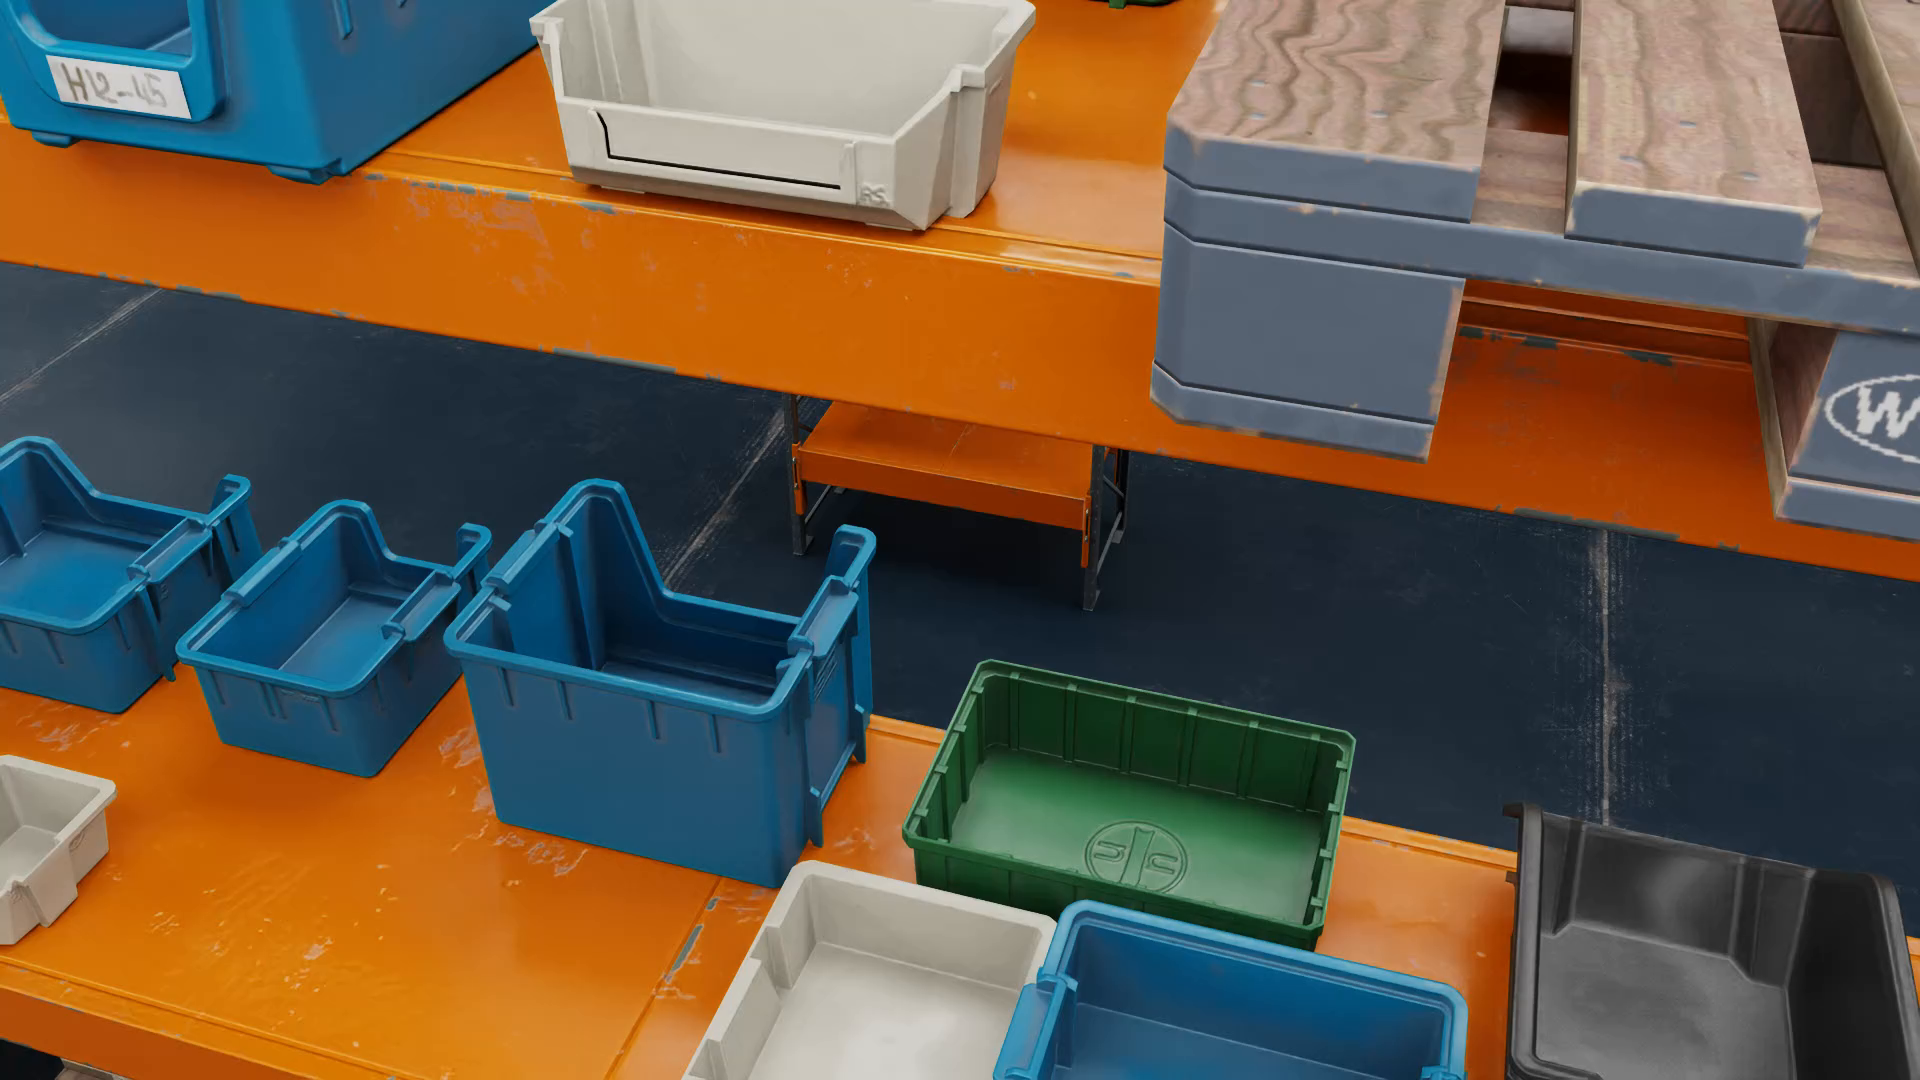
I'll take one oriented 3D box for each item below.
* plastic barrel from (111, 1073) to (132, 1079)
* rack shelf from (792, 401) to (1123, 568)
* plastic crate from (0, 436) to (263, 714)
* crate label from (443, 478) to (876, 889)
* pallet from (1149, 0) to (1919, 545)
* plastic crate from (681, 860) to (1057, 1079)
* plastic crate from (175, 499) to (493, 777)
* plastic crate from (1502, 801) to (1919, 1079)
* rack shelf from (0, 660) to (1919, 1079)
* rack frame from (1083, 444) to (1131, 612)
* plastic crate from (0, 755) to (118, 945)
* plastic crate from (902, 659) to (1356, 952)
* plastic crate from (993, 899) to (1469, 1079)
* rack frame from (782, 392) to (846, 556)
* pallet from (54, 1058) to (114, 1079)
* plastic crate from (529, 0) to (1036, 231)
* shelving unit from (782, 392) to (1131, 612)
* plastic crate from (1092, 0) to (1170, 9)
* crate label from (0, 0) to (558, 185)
[{"bbox_3d":[-1.670,0.982,3.629,0.421,0.512,0.421,0,36,0],"label":"plastic barrel"},{"bbox_3d":[0.006,-0.255,5.560,1.000,0.278,0.538,10,38,14],"label":"rack shelf"},{"bbox_3d":[-1.754,0.056,3.269,0.616,0.251,0.499,10,38,14],"label":"plastic crate"},{"bbox_3d":[-0.483,0.235,2.871,0.616,0.435,0.502,10,38,14],"label":"crate label"},{"bbox_3d":[0.780,-0.421,1.420,1.003,0.211,1.213,10,38,14],"label":"pallet"},{"bbox_3d":[-0.128,0.746,2.428,0.437,0.136,0.530,10,38,14],"label":"plastic crate"},{"bbox_3d":[-1.135,0.174,3.109,0.408,0.251,0.499,10,38,14],"label":"plastic crate"},{"bbox_3d":[1.036,0.644,2.397,0.504,0.338,0.767,10,38,14],"label":"plastic crate"},{"bbox_3d":[-0.411,0.720,2.848,4.000,0.370,1.077,10,38,14],"label":"rack shelf"},{"bbox_3d":[0.492,-0.362,5.293,0.032,1.125,0.500,10,38,14],"label":"rack frame"},{"bbox_3d":[-1.562,0.523,2.731,0.250,0.136,0.298,10,38,14],"label":"plastic crate"},{"bbox_3d":[0.286,0.469,2.761,0.662,0.188,0.450,10,38,14],"label":"plastic crate"},{"bbox_3d":[0.360,0.801,2.256,0.616,0.251,0.499,10,38,14],"label":"plastic crate"},{"bbox_3d":[-0.479,-0.542,5.537,0.032,1.125,0.500,10,38,14],"label":"rack frame"},{"bbox_3d":[-1.460,1.333,3.761,1.213,0.211,1.003,10,38,14],"label":"pallet"},{"bbox_3d":[-0.155,-0.373,1.419,0.396,0.136,0.243,10,38,14],"label":"plastic crate"},{"bbox_3d":[0.006,-0.452,5.415,1.048,1.125,0.538,10,38,14],"label":"shelving unit"},{"bbox_3d":[0.073,-0.772,1.917,0.450,0.188,0.336,10,38,14],"label":"plastic crate"},{"bbox_3d":[-0.632,-0.554,1.567,0.408,0.251,0.502,10,38,14],"label":"crate label"}]
